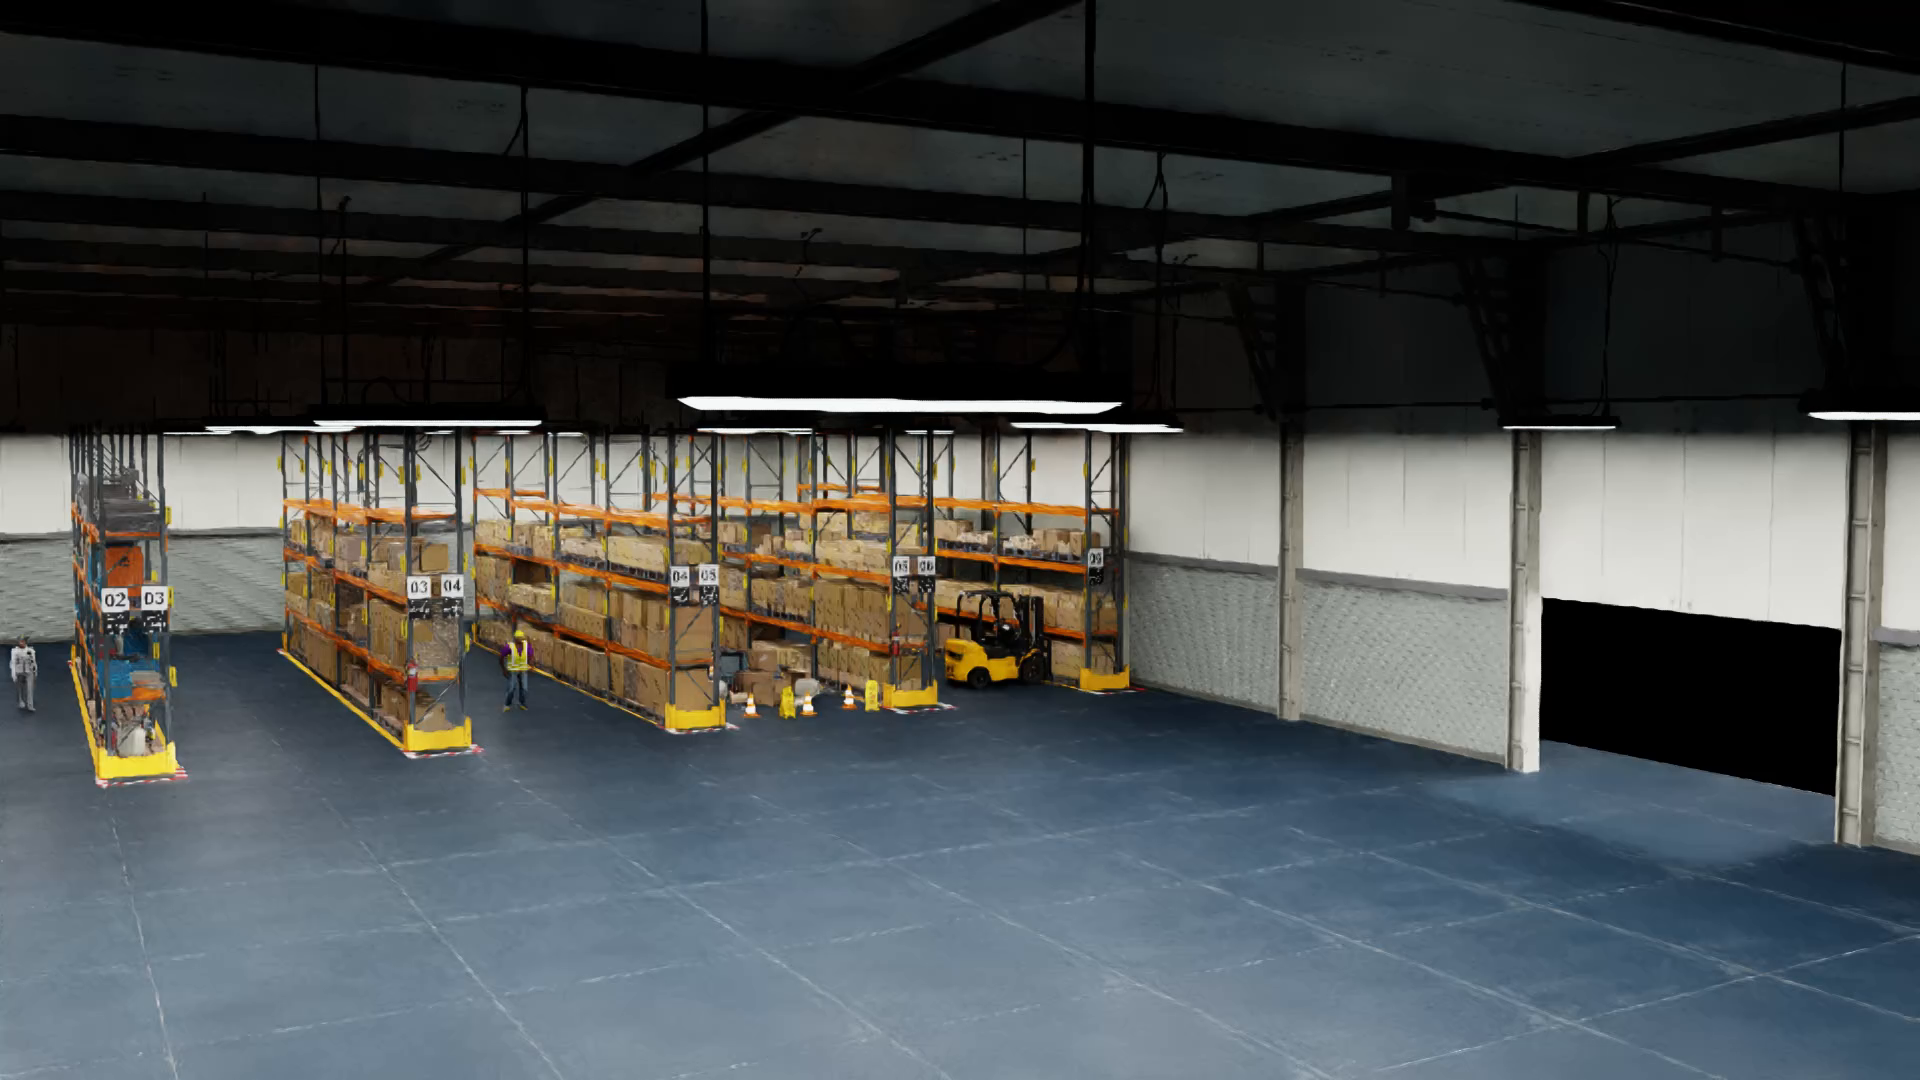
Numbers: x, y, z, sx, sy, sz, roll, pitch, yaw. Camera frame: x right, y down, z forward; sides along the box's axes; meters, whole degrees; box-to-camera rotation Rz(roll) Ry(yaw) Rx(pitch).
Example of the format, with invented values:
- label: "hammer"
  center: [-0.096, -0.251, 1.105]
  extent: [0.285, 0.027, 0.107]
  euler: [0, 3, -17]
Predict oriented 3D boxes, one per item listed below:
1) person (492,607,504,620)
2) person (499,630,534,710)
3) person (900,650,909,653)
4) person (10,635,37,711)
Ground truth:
- label: "person"
  center: [-13.704, 1.780, 49.295]
  extent: [0.648, 1.779, 0.413]
  euler: [2, 4, 31]
- label: "person"
  center: [-9.261, 2.723, 34.807]
  extent: [0.719, 1.714, 0.575]
  euler: [-2, 4, -30]
- label: "person"
  center: [-1.573, 2.223, 42.486]
  extent: [0.576, 1.718, 0.626]
  euler: [0, 4, -3]
- label: "person"
  center: [-19.616, 2.756, 34.830]
  extent: [0.495, 1.589, 1.086]
  euler: [-2, 4, -27]
